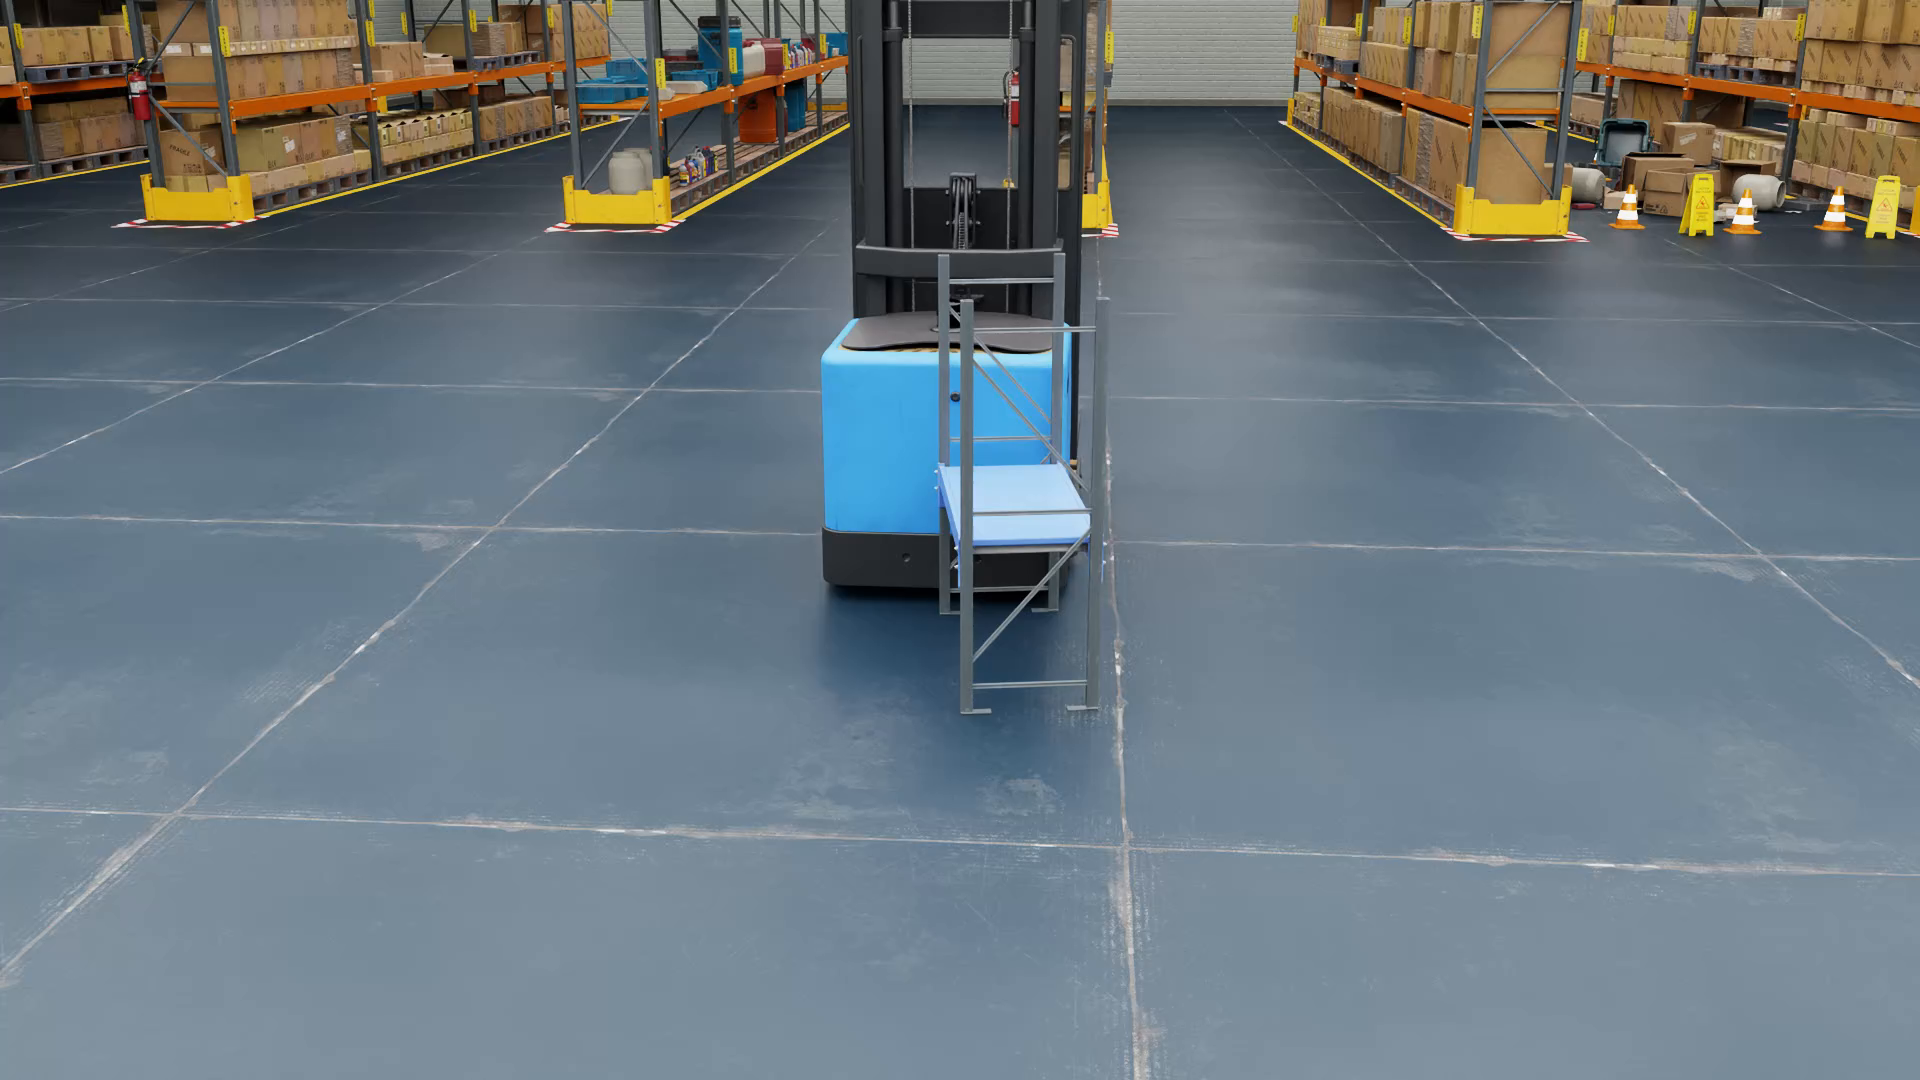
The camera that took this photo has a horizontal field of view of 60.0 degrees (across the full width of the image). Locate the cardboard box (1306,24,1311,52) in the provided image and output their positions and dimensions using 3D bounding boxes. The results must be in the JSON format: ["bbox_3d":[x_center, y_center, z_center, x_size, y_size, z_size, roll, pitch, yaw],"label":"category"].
[{"bbox_3d":[6.761,-9.345,30.988,0.500,0.500,0.500,1,18,2],"label":"cardboard box"}]

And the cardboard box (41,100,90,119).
[{"bbox_3d":[-13.364,-6.419,24.798,0.500,0.250,0.500,1,18,2],"label":"cardboard box"}]

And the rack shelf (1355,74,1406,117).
[{"bbox_3d":[6.443,-6.319,23.546,1.077,0.370,4.000,1,18,4],"label":"rack shelf"}]

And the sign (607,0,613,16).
[{"bbox_3d":[-7.109,-10.813,33.738,0.100,0.325,0.005,1,18,4],"label":"sign"}]

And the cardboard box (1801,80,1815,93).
[{"bbox_3d":[10.901,-5.751,21.059,0.380,0.149,0.250,1,18,4],"label":"cardboard box"}]

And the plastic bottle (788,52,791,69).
[{"bbox_3d":[-2.839,-7.923,27.493,0.097,0.271,0.097,0,18,0],"label":"plastic bottle"}]

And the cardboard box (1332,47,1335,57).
[{"bbox_3d":[6.260,-7.924,27.017,0.380,0.149,0.250,2,18,6],"label":"cardboard box"}]

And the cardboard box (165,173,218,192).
[{"bbox_3d":[-9.064,-4.228,19.750,0.500,0.250,0.500,1,18,4],"label":"cardboard box"}]

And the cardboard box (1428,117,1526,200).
[{"bbox_3d":[6.056,-4.473,19.494,0.875,0.875,0.875,1,18,3],"label":"cardboard box"}]

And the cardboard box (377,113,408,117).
[{"bbox_3d":[-8.633,-6.328,25.259,0.500,0.311,0.500,1,18,2],"label":"cardboard box"}]

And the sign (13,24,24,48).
[{"bbox_3d":[-12.921,-6.915,22.820,0.100,0.325,0.005,1,18,4],"label":"sign"}]

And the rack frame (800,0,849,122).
[{"bbox_3d":[-2.721,-10.019,33.683,1.000,3.000,0.127,1,18,4],"label":"rack frame"}]

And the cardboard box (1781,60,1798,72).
[{"bbox_3d":[11.006,-6.207,21.777,0.380,0.149,0.250,2,18,5],"label":"cardboard box"}]

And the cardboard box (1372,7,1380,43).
[{"bbox_3d":[6.544,-7.665,24.733,0.700,0.500,0.500,1,18,4],"label":"cardboard box"}]

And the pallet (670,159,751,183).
[{"bbox_3d":[-3.563,-5.212,23.490,1.003,0.211,1.213,1,18,4],"label":"pallet"}]

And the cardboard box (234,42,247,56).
[{"bbox_3d":[-8.549,-5.717,19.350,0.380,0.149,0.250,1,18,2],"label":"cardboard box"}]

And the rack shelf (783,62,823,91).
[{"bbox_3d":[-3.151,-7.814,28.108,1.077,0.370,4.000,1,18,4],"label":"rack shelf"}]

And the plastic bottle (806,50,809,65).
[{"bbox_3d":[-2.739,-8.475,29.169,0.152,0.276,0.135,1,18,4],"label":"plastic bottle"}]

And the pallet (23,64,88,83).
[{"bbox_3d":[-13.262,-6.657,23.729,1.003,0.211,1.213,1,18,4],"label":"pallet"}]

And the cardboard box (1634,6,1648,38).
[{"bbox_3d":[11.452,-8.523,27.351,0.500,0.500,0.500,1,18,3],"label":"cardboard box"}]

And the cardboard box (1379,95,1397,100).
[{"bbox_3d":[6.877,-6.859,26.174,0.500,0.250,0.500,0,18,1],"label":"cardboard box"}]

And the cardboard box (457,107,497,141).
[{"bbox_3d":[-7.917,-6.803,27.174,0.500,0.500,0.500,2,18,6],"label":"cardboard box"}]

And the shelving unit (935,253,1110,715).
[{"bbox_3d":[0.207,-0.250,6.277,0.538,1.500,1.048,-2,18,-5],"label":"shelving unit"}]

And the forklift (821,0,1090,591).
[{"bbox_3d":[0.055,-1.588,8.061,1.130,2.935,3.031,2,18,5],"label":"forklift"}]

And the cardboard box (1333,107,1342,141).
[{"bbox_3d":[6.435,-6.830,27.289,0.500,0.500,0.500,0,18,1],"label":"cardboard box"}]

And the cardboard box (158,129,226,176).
[{"bbox_3d":[-9.066,-4.584,19.633,0.500,0.500,0.500,1,18,4],"label":"cardboard box"}]

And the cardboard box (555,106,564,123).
[{"bbox_3d":[-7.702,-7.946,30.966,0.500,0.311,0.500,1,18,4],"label":"cardboard box"}]

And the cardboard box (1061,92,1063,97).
[{"bbox_3d":[1.421,-5.448,20.135,0.380,0.149,0.250,1,18,4],"label":"cardboard box"}]

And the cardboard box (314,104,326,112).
[{"bbox_3d":[-12.694,-8.396,32.068,0.700,0.500,0.500,1,18,3],"label":"cardboard box"}]

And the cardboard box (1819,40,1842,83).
[{"bbox_3d":[10.922,-5.863,20.359,0.500,0.500,0.500,1,18,4],"label":"cardboard box"}]

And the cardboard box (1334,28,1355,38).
[{"bbox_3d":[6.259,-8.209,26.932,0.380,0.149,0.250,2,18,7],"label":"cardboard box"}]

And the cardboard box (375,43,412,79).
[{"bbox_3d":[-8.376,-7.009,24.336,0.500,0.500,0.500,1,18,4],"label":"cardboard box"}]

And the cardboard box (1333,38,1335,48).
[{"bbox_3d":[6.258,-8.068,26.979,0.380,0.149,0.250,2,18,5],"label":"cardboard box"}]

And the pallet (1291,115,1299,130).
[{"bbox_3d":[7.061,-8.166,32.507,1.003,0.211,1.213,1,18,4],"label":"pallet"}]

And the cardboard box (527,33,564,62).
[{"bbox_3d":[-7.639,-9.088,30.682,0.500,0.500,0.500,2,18,5],"label":"cardboard box"}]

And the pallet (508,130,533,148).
[{"bbox_3d":[-8.053,-6.930,28.734,1.003,0.211,1.213,1,18,4],"label":"pallet"}]

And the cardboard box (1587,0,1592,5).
[{"bbox_3d":[11.679,-9.851,30.362,0.380,0.149,0.250,1,18,4],"label":"cardboard box"}]

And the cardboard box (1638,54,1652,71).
[{"bbox_3d":[11.389,-7.769,27.055,0.500,0.250,0.500,1,18,3],"label":"cardboard box"}]

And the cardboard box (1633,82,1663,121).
[{"bbox_3d":[11.796,-7.160,27.695,0.875,0.875,0.875,2,18,6],"label":"cardboard box"}]

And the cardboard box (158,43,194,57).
[{"bbox_3d":[-8.971,-5.641,19.117,0.380,0.149,0.250,1,18,3],"label":"cardboard box"}]

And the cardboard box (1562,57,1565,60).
[{"bbox_3d":[11.775,-9.435,31.738,0.500,0.500,0.500,1,18,3],"label":"cardboard box"}]

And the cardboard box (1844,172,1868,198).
[{"bbox_3d":[10.824,-4.192,19.639,0.500,0.250,0.500,1,18,2],"label":"cardboard box"}]

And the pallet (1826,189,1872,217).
[{"bbox_3d":[11.146,-4.046,19.932,1.003,0.211,1.213,1,18,4],"label":"pallet"}]

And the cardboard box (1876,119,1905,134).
[{"bbox_3d":[10.735,-4.724,19.018,0.380,0.149,0.250,2,18,5],"label":"cardboard box"}]

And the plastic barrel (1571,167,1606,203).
[{"bbox_3d":[7.748,-4.429,20.759,0.512,0.421,0.421,17,25,41],"label":"plastic barrel"}]

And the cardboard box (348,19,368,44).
[{"bbox_3d":[-12.629,-10.224,33.827,0.980,0.700,0.700,2,18,6],"label":"cardboard box"}]

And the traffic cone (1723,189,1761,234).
[{"bbox_3d":[8.570,-3.594,18.149,0.336,0.463,0.334,1,18,4],"label":"traffic cone"}]

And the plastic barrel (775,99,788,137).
[{"bbox_3d":[-3.195,-7.091,27.946,0.600,0.588,0.708,1,18,4],"label":"plastic barrel"}]

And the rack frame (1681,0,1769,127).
[{"bbox_3d":[11.531,-7.203,25.088,1.000,3.000,0.127,1,18,4],"label":"rack frame"}]

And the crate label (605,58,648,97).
[{"bbox_3d":[-4.005,-5.645,20.275,0.502,0.435,0.616,1,18,4],"label":"crate label"}]

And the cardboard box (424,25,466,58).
[{"bbox_3d":[-8.302,-8.092,26.965,0.700,0.500,0.500,-5,19,-15],"label":"cardboard box"}]

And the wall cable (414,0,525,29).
[{"bbox_3d":[-11.840,-13.364,39.244,3.097,2.526,0.112,1,18,4],"label":"wall cable"}]

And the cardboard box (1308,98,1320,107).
[{"bbox_3d":[6.652,-8.091,30.747,0.380,0.149,0.250,0,18,1],"label":"cardboard box"}]

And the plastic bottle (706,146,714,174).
[{"bbox_3d":[-3.339,-5.036,22.023,0.144,0.351,0.185,1,18,2],"label":"plastic bottle"}]
